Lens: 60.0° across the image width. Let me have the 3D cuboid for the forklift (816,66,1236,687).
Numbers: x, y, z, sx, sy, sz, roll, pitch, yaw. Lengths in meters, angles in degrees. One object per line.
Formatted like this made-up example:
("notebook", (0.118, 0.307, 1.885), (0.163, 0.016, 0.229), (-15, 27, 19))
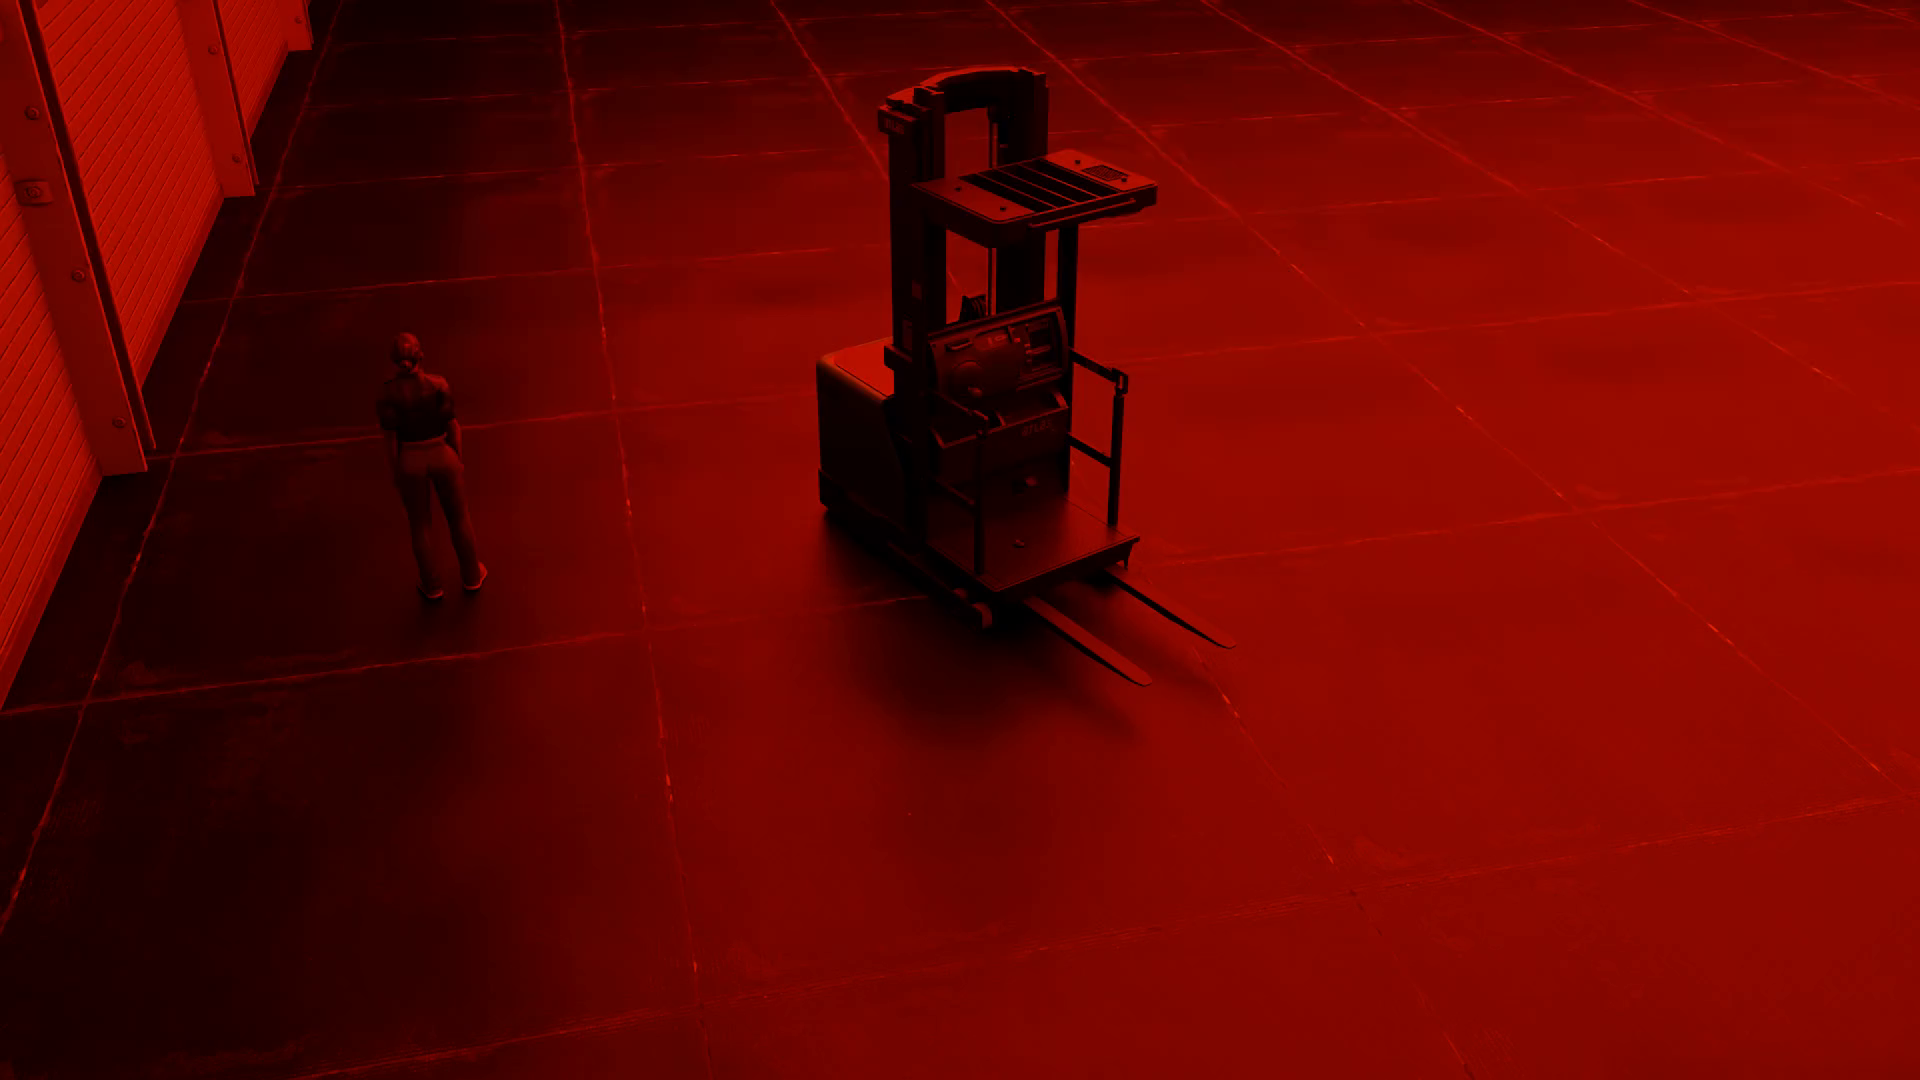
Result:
("forklift", (0.355, -1.021, 9.338), (1.130, 2.935, 3.031), (-20, 35, -30))

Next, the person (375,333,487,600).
("person", (-3.071, -0.439, 9.608), (0.450, 1.660, 0.325), (-10, 32, -17))
